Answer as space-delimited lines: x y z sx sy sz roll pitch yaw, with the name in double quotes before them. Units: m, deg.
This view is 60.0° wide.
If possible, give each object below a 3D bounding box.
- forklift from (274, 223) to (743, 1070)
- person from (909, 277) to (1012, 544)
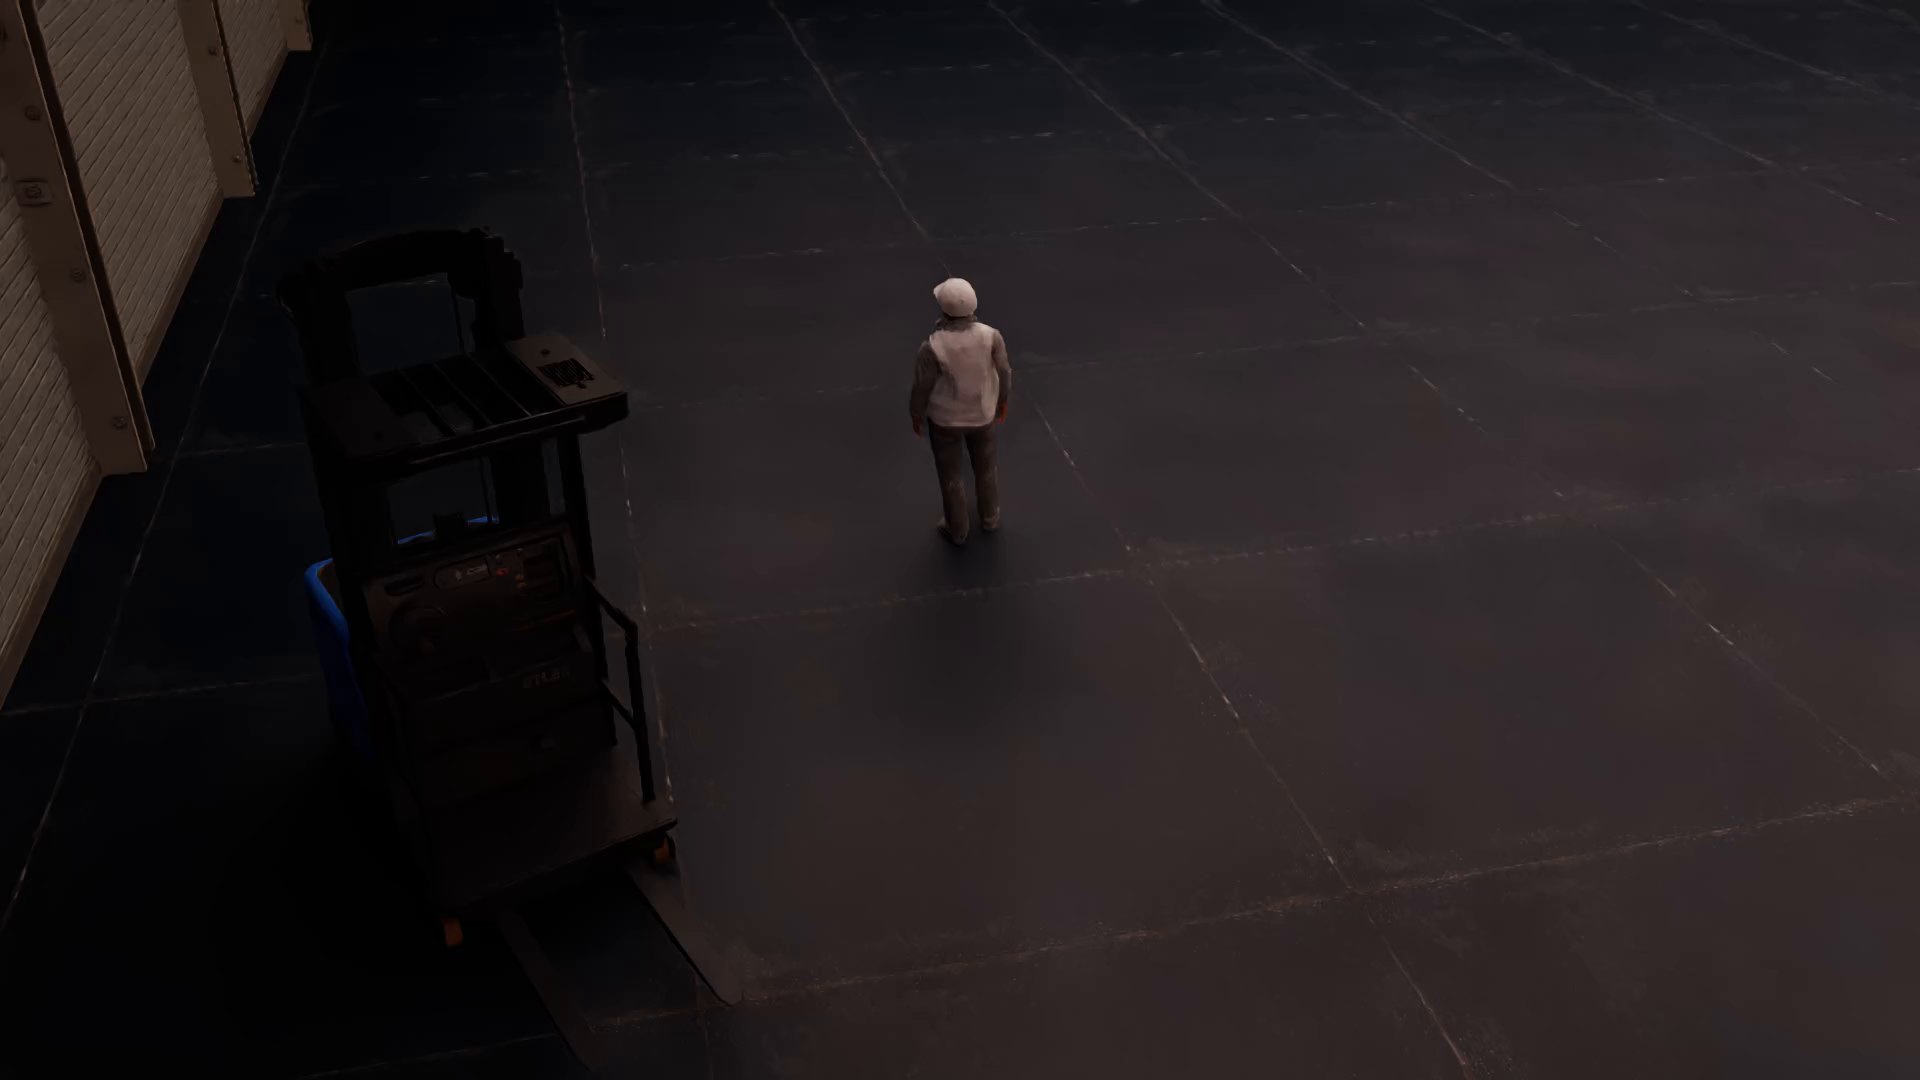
"forklift" -2.001 0.266 7.114 1.130 2.935 3.031 -18 35 -29
"person" -0.007 -0.805 10.106 0.632 1.773 0.567 -7 31 -12
